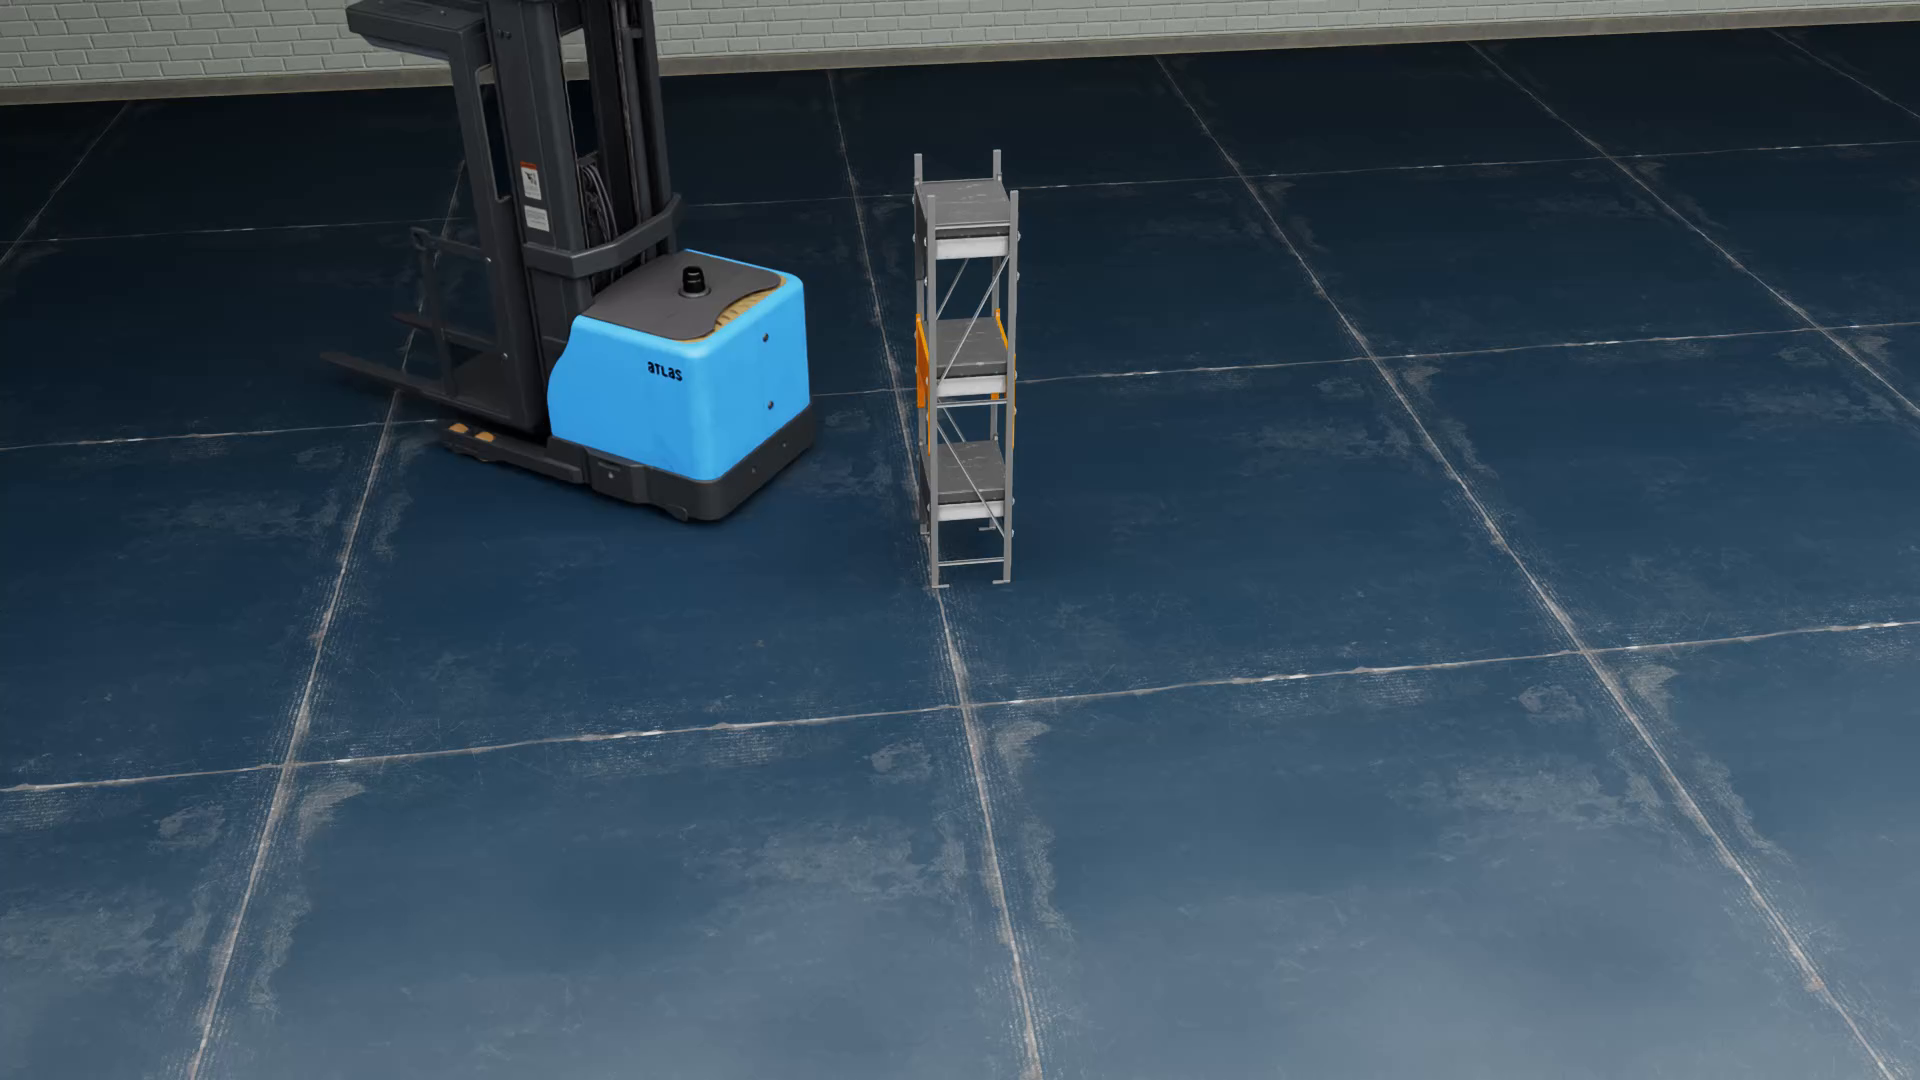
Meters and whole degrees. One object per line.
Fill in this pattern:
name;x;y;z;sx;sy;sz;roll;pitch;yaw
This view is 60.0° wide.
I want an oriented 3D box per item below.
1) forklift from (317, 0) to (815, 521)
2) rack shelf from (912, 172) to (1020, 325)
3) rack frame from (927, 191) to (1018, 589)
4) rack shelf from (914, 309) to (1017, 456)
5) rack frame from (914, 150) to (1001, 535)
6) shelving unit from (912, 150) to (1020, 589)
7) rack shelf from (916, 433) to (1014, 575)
forklift;-2.370;-1.896;8.930;3.031;2.935;1.130;17;38;23
rack shelf;0.022;-1.342;7.637;0.431;0.518;0.480;-4;35;-6
rack frame;0.055;-0.639;7.823;0.400;2.100;0.015;-4;35;-6
rack shelf;0.022;-0.764;8.031;0.431;0.518;0.480;-4;35;-6
rack frame;-0.011;-0.911;8.223;0.400;2.100;0.015;-4;35;-6
shelving unit;0.022;-0.775;8.023;0.431;2.100;0.503;-4;35;-6
rack shelf;0.022;-0.186;8.425;0.431;0.518;0.480;-4;35;-6
